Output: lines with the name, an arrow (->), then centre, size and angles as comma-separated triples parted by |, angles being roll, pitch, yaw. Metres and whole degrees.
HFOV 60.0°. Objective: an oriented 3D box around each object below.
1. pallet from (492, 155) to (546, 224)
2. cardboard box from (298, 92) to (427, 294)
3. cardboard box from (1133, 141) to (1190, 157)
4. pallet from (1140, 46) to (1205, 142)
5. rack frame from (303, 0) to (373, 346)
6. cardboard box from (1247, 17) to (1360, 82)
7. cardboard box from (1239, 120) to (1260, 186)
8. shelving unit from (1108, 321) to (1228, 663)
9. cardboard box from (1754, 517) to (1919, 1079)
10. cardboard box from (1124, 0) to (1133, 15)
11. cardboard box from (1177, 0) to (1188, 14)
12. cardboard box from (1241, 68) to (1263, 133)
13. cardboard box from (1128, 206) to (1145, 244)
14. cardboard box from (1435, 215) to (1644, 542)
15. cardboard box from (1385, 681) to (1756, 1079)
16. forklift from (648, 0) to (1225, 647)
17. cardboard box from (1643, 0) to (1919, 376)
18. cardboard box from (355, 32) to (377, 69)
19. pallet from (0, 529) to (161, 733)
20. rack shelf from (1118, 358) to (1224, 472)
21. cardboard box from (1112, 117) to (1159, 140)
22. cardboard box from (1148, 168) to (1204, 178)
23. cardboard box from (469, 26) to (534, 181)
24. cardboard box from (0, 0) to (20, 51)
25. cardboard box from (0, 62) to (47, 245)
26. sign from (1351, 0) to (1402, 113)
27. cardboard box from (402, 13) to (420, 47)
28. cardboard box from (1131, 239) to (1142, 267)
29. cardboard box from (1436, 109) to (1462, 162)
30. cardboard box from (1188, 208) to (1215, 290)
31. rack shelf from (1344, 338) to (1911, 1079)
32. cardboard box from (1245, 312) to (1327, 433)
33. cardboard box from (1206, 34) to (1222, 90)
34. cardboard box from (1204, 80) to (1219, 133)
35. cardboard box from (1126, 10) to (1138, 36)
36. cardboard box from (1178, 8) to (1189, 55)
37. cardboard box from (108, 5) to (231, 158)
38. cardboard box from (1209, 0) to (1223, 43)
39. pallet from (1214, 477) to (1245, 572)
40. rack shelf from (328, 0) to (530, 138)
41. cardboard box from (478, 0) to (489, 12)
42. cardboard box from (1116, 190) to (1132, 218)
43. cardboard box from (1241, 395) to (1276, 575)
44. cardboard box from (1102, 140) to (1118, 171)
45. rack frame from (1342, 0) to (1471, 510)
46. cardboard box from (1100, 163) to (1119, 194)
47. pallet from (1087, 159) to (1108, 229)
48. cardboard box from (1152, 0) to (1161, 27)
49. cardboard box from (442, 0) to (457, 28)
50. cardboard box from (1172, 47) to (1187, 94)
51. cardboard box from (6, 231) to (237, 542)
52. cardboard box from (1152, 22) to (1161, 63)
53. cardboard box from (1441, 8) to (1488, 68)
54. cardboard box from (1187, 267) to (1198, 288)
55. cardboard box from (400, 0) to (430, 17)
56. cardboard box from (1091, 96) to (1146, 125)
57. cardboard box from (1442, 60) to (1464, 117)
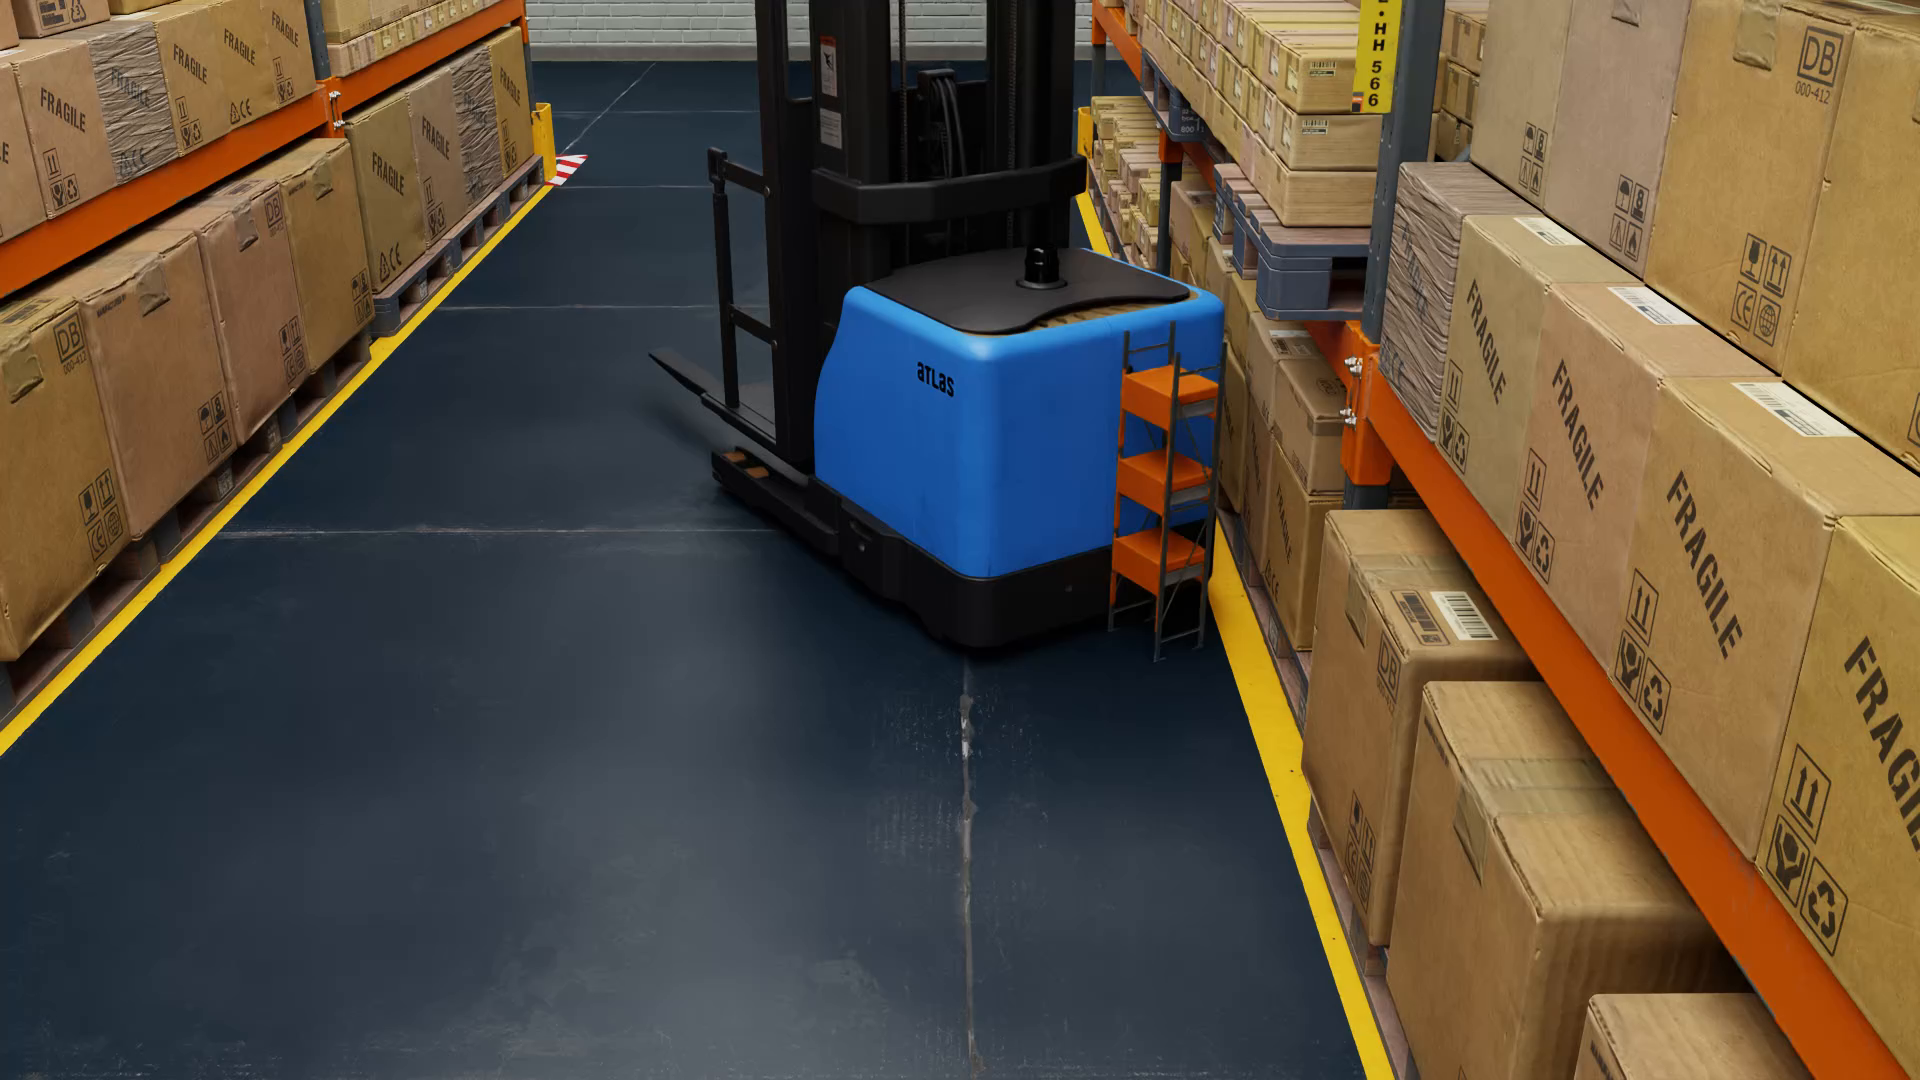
pallet -> -3.446, -2.388, 11.274 | 1.003, 0.211, 1.213 | 0, 24, -1
cardboard box -> -3.416, -1.835, 8.736 | 0.875, 0.875, 0.875 | 0, 24, -1
cardboard box -> 1.227, -2.269, 9.855 | 0.380, 0.149, 0.250 | 0, 24, 0
pallet -> 1.335, -1.917, 7.082 | 1.003, 0.211, 1.213 | 0, 24, -1
rack frame -> -3.489, -2.340, 7.783 | 1.000, 3.000, 0.127 | 0, 24, -1
cardboard box -> 1.048, -1.431, 4.848 | 0.380, 0.149, 0.250 | 0, 24, 1
cardboard box -> 1.046, -1.158, 4.966 | 0.380, 0.149, 0.250 | 0, 24, 0
shelving unit -> 0.651, -0.145, 5.291 | 0.215, 1.050, 0.252 | -15, 29, -30
cardboard box -> 1.275, 0.300, 1.824 | 0.500, 0.500, 0.500 | 0, 24, 0
cardboard box -> 1.176, -3.118, 9.022 | 0.500, 0.500, 0.500 | 0, 24, -1
cardboard box -> 1.029, -2.075, 6.271 | 0.380, 0.149, 0.250 | 0, 24, -1
cardboard box -> 1.045, -1.304, 4.928 | 0.380, 0.149, 0.250 | 0, 24, 1
cardboard box -> 1.115, -1.698, 8.954 | 0.380, 0.149, 0.250 | -1, 24, -2
cardboard box -> 1.259, -0.322, 3.200 | 0.500, 0.500, 0.500 | 0, 24, -1
cardboard box -> 1.445, 0.773, 3.121 | 1.050, 0.750, 0.750 | 0, 24, 0
forklift -> -0.335, -1.552, 6.124 | 1.130, 2.935, 3.031 | -15, 28, -29
cardboard box -> 1.525, -0.568, 2.532 | 0.700, 0.500, 0.500 | -1, 24, -1
cardboard box -> -3.162, -2.457, 8.347 | 0.380, 0.149, 0.250 | -1, 24, -2
pallet -> -3.378, 0.254, 5.432 | 1.003, 0.211, 1.213 | 0, 24, -1
rack shelf -> 0.654, -0.392, 5.175 | 0.215, 0.259, 0.240 | -15, 29, -30
cardboard box -> 1.178, -2.595, 10.576 | 0.380, 0.149, 0.250 | -1, 24, -3
cardboard box -> 1.231, -1.944, 9.136 | 0.380, 0.149, 0.250 | 1, 24, 1
cardboard box -> -3.445, -2.948, 11.196 | 0.875, 0.875, 0.875 | 0, 24, -1
cardboard box -> -3.441, -1.764, 5.171 | 0.797, 0.503, 0.637 | 0, 24, 1
cardboard box -> -3.186, -1.151, 5.033 | 0.500, 0.500, 0.500 | -1, 24, -2
sign -> 0.973, -1.157, 3.859 | 0.100, 0.325, 0.005 | 0, 24, -1
cardboard box -> -3.173, -2.779, 9.059 | 0.380, 0.149, 0.250 | -1, 24, -1
cardboard box -> 1.140, -1.589, 9.073 | 0.380, 0.149, 0.250 | -1, 24, -2
cardboard box -> 1.702, -1.267, 5.207 | 0.380, 0.149, 0.250 | 1, 24, 2
cardboard box -> 1.224, -1.189, 6.853 | 0.500, 0.250, 0.500 | 0, 24, 1
rack shelf -> 1.537, 0.480, 2.422 | 1.077, 0.370, 4.000 | 0, 24, -1
cardboard box -> 1.230, -0.555, 5.450 | 0.500, 0.250, 0.500 | 0, 24, 0
cardboard box -> 1.039, -1.617, 5.620 | 0.380, 0.149, 0.250 | 0, 24, 1
cardboard box -> 1.042, -1.479, 5.674 | 0.380, 0.149, 0.250 | 0, 24, 1
cardboard box -> 1.146, -2.966, 9.473 | 0.380, 0.149, 0.250 | 0, 24, 0
cardboard box -> 1.033, -1.937, 6.327 | 0.380, 0.149, 0.250 | 1, 24, 2
cardboard box -> -3.199, -1.774, 6.412 | 0.500, 0.500, 0.500 | -1, 24, -1
cardboard box -> 1.040, -1.753, 5.558 | 0.380, 0.149, 0.250 | 1, 24, 2
pallet -> 1.498, -0.225, 6.491 | 1.003, 0.211, 1.213 | 0, 24, -1
rack shelf -> -3.511, -2.836, 9.753 | 1.077, 0.370, 4.000 | 0, 24, -1
cardboard box -> -3.191, -3.414, 10.464 | 0.380, 0.149, 0.250 | 0, 24, 0
cardboard box -> 1.144, -2.006, 9.996 | 0.380, 0.149, 0.250 | 0, 24, -1
cardboard box -> 1.245, -0.208, 5.594 | 0.500, 0.500, 0.500 | 1, 24, 2
cardboard box -> 1.109, -2.460, 10.637 | 0.380, 0.149, 0.250 | 0, 24, 1
rack frame -> 1.516, -0.672, 4.096 | 1.000, 3.000, 0.127 | 0, 24, -1
cardboard box -> 1.101, -2.328, 10.707 | 0.380, 0.149, 0.250 | 0, 24, 0
pallet -> 1.403, -2.332, 11.149 | 1.003, 0.211, 1.213 | 0, 24, -1
cardboard box -> 1.021, -2.261, 7.044 | 0.380, 0.149, 0.250 | -1, 24, -2
cardboard box -> -3.183, -3.098, 9.765 | 0.380, 0.149, 0.250 | 0, 24, 0
cardboard box -> 1.029, -1.807, 6.401 | 0.380, 0.149, 0.250 | -1, 24, -3
cardboard box -> -3.434, -0.566, 5.931 | 1.225, 0.875, 0.875 | 0, 24, 0
cardboard box -> 1.025, -2.118, 7.089 | 0.380, 0.149, 0.250 | 0, 24, 0
cardboard box -> 1.698, -1.532, 5.071 | 0.380, 0.149, 0.250 | -1, 24, -3
cardboard box -> 1.222, -0.849, 7.011 | 0.500, 0.500, 0.500 | 1, 24, 2
cardboard box -> -3.244, -3.020, 9.108 | 0.500, 0.250, 0.500 | 0, 24, 1
cardboard box -> 1.094, -2.914, 11.282 | 0.380, 0.149, 0.250 | -1, 24, -3
cardboard box -> 1.697, -1.410, 5.162 | 0.380, 0.149, 0.250 | 0, 24, 0
